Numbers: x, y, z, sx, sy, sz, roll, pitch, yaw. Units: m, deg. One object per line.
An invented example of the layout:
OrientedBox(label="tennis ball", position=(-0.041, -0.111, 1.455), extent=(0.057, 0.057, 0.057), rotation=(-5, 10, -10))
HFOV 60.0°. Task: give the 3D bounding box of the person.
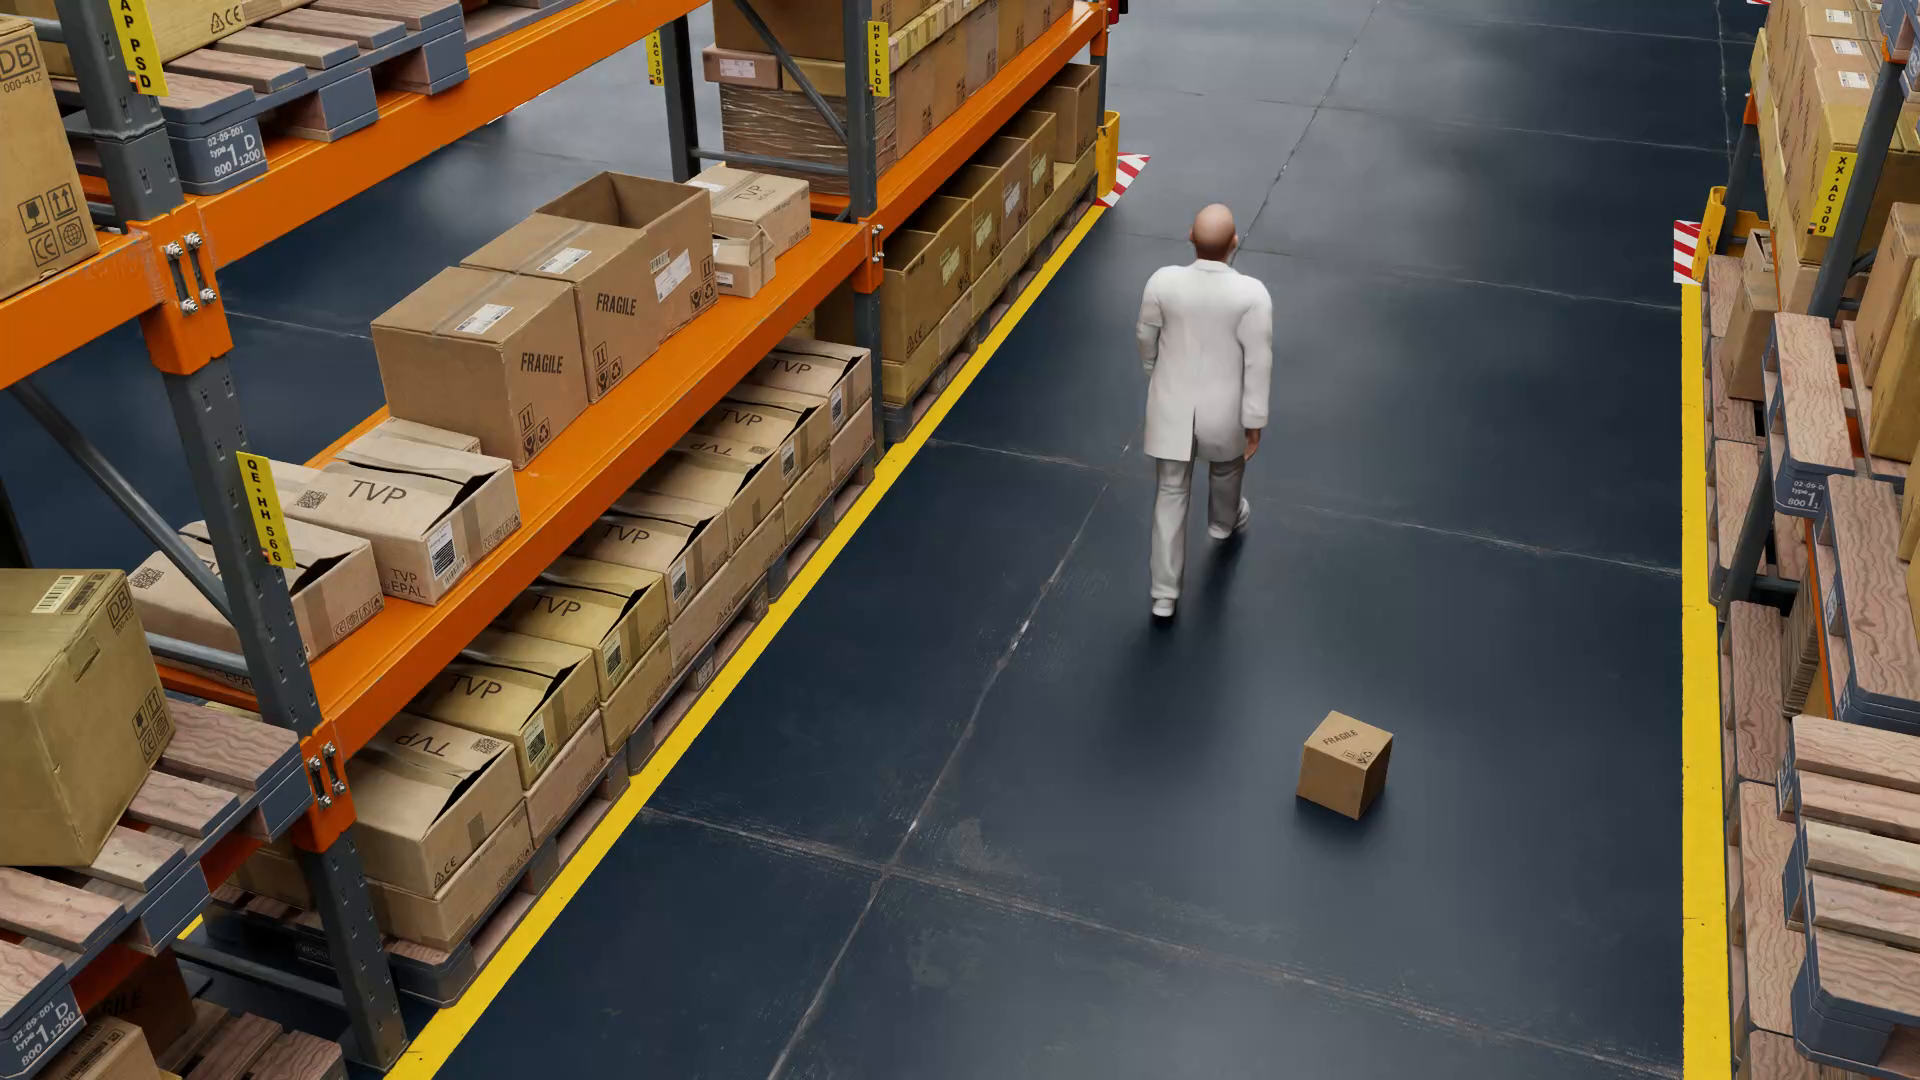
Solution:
OrientedBox(label="person", position=(1.040, -0.640, 7.107), extent=(0.602, 1.732, 1.037), rotation=(9, 34, 13))
